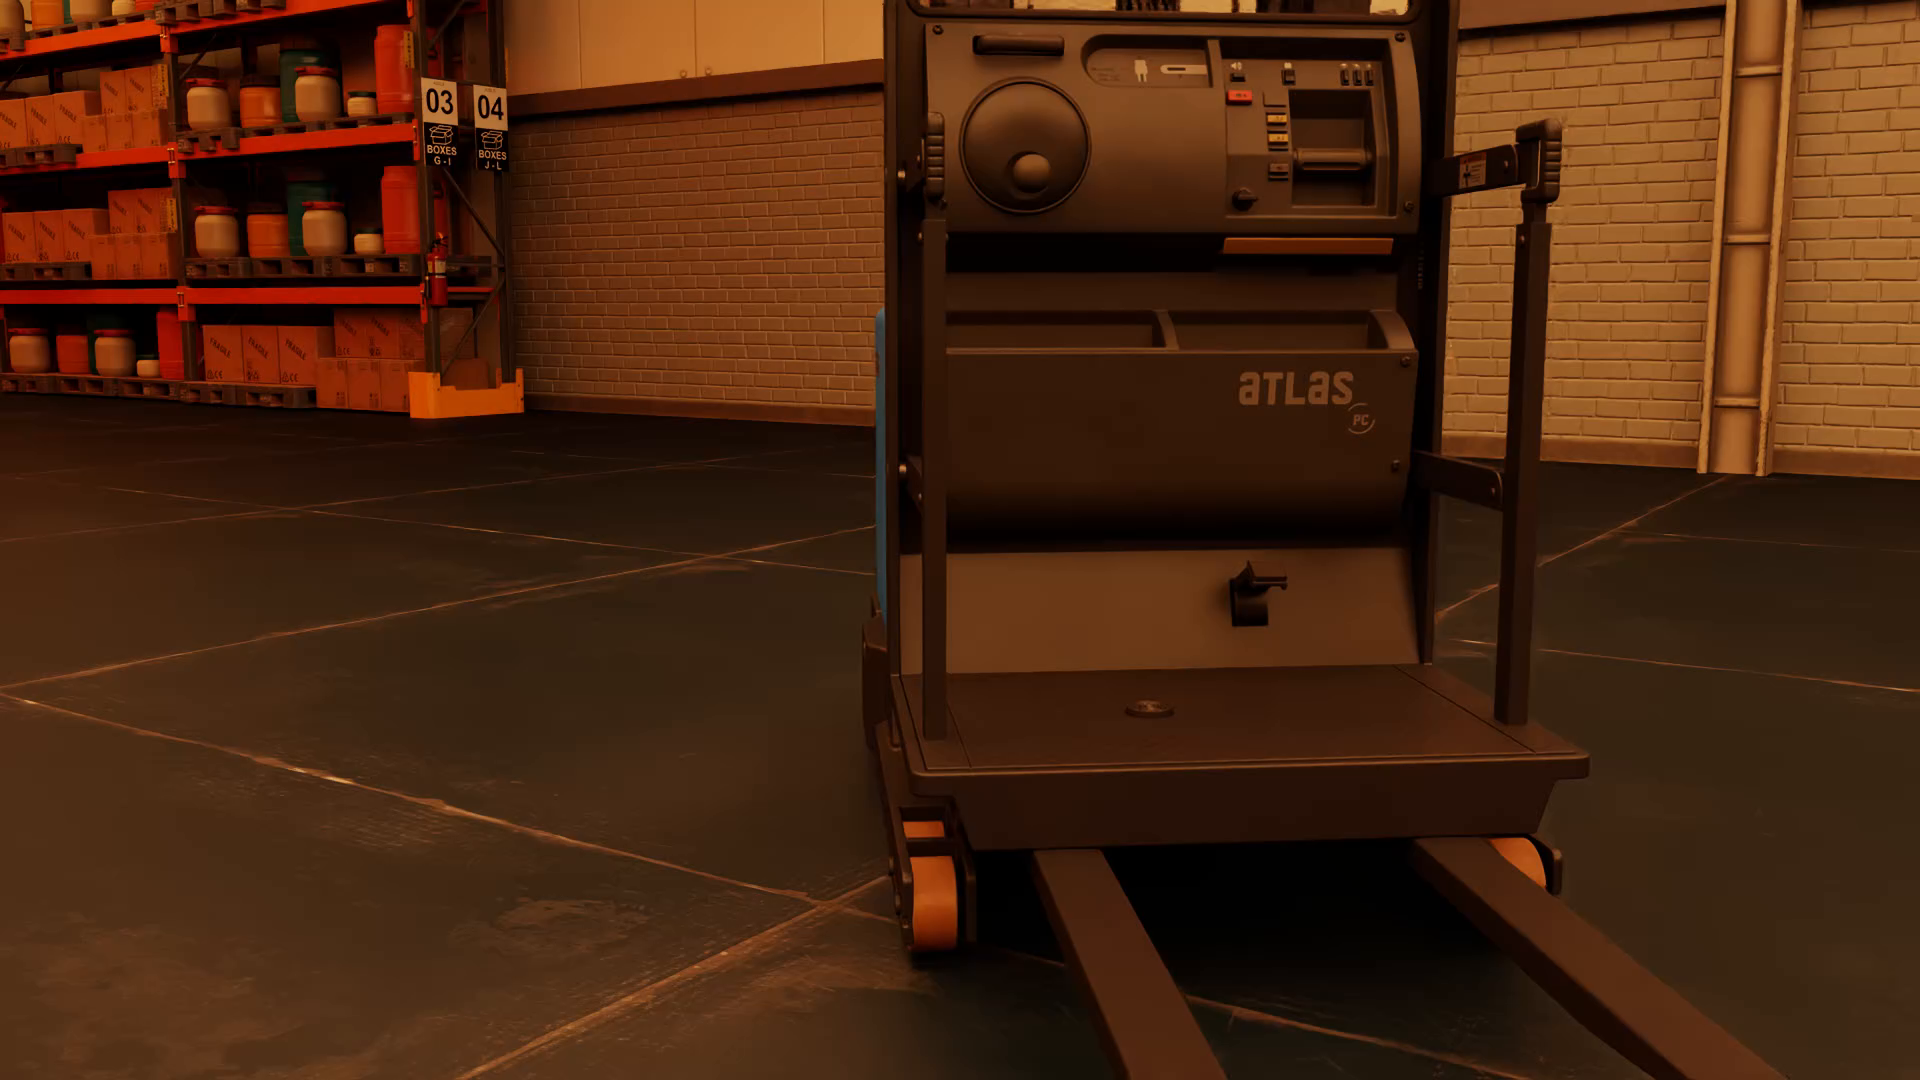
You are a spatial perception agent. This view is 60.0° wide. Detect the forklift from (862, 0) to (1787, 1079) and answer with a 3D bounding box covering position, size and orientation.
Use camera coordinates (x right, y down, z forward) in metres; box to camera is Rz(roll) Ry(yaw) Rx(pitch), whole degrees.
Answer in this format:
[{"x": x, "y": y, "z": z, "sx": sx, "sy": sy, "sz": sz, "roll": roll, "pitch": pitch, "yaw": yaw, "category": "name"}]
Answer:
[{"x": 0.423, "y": -0.812, "z": 2.904, "sx": 1.130, "sy": 2.935, "sz": 3.031, "roll": -1, "pitch": 8, "yaw": -5, "category": "forklift"}]
